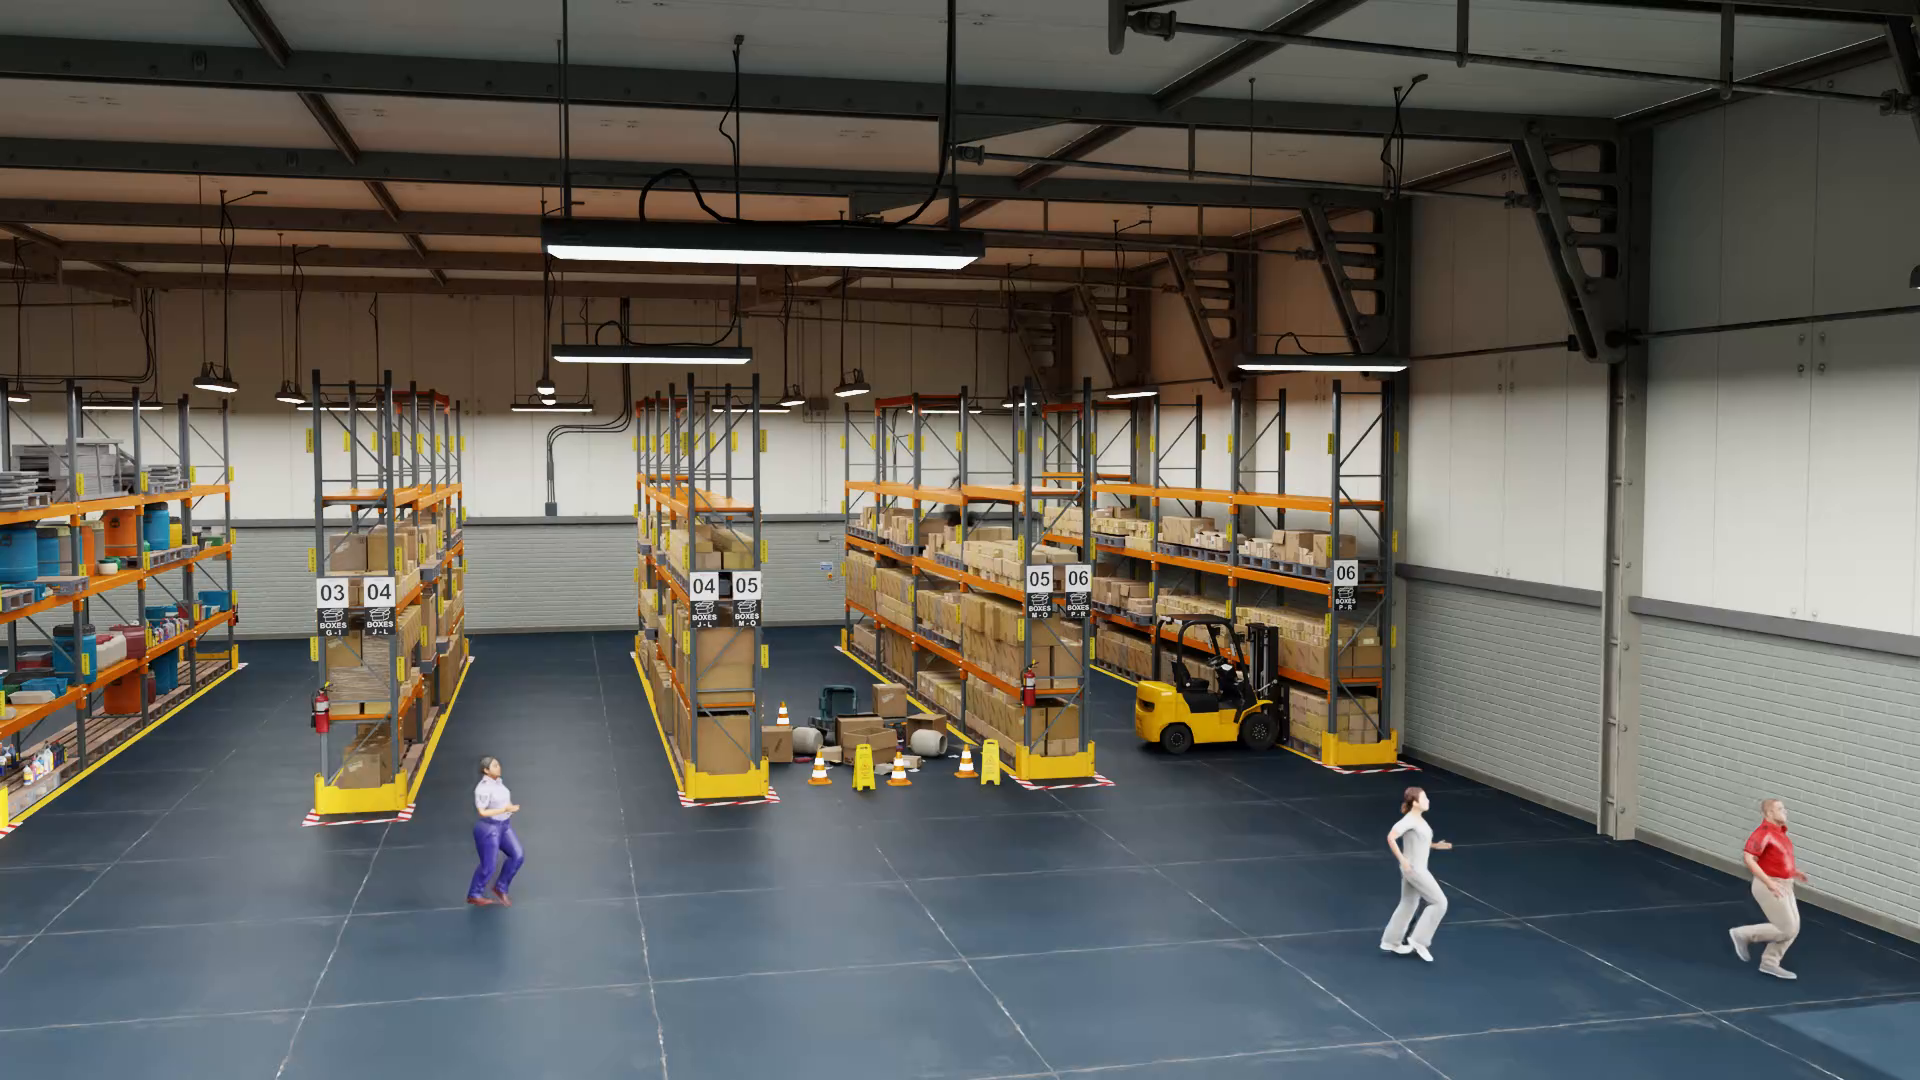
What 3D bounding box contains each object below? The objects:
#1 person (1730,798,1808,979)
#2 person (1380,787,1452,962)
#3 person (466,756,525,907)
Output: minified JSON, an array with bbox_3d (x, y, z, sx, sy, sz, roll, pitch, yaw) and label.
[{"bbox_3d":[7.617,3.265,15.648,0.599,1.684,0.670,3,4,43],"label":"person"},{"bbox_3d":[4.430,3.231,16.144,0.661,1.679,0.546,1,3,18],"label":"person"},{"bbox_3d":[-4.996,3.159,17.899,0.661,1.676,0.586,1,3,14],"label":"person"}]
